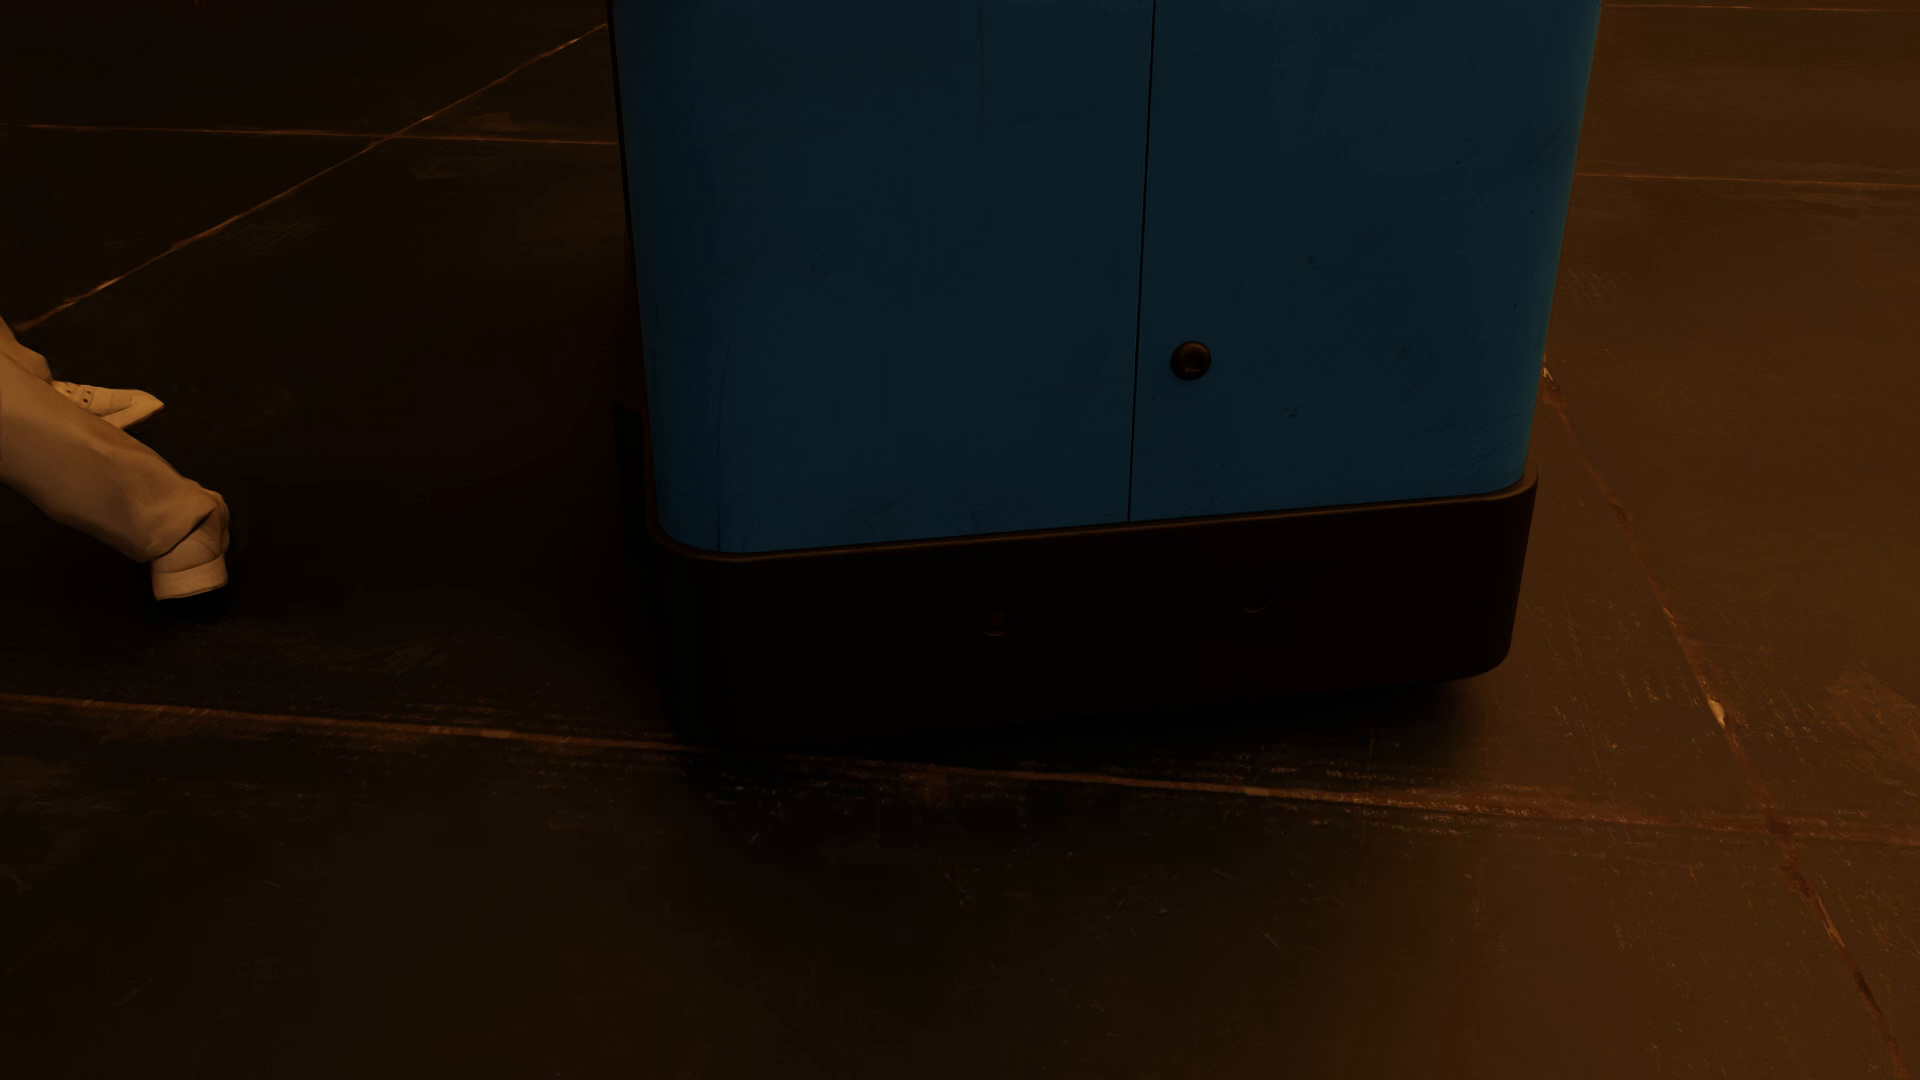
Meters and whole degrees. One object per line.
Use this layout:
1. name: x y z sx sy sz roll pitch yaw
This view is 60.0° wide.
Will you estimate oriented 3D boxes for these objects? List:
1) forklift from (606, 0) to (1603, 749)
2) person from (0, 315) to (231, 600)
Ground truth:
1. forklift: -0.083 -1.711 2.646 1.130 2.935 3.031 -5 27 -9
2. person: -1.515 -0.639 2.079 1.033 1.539 0.908 -20 33 -34
